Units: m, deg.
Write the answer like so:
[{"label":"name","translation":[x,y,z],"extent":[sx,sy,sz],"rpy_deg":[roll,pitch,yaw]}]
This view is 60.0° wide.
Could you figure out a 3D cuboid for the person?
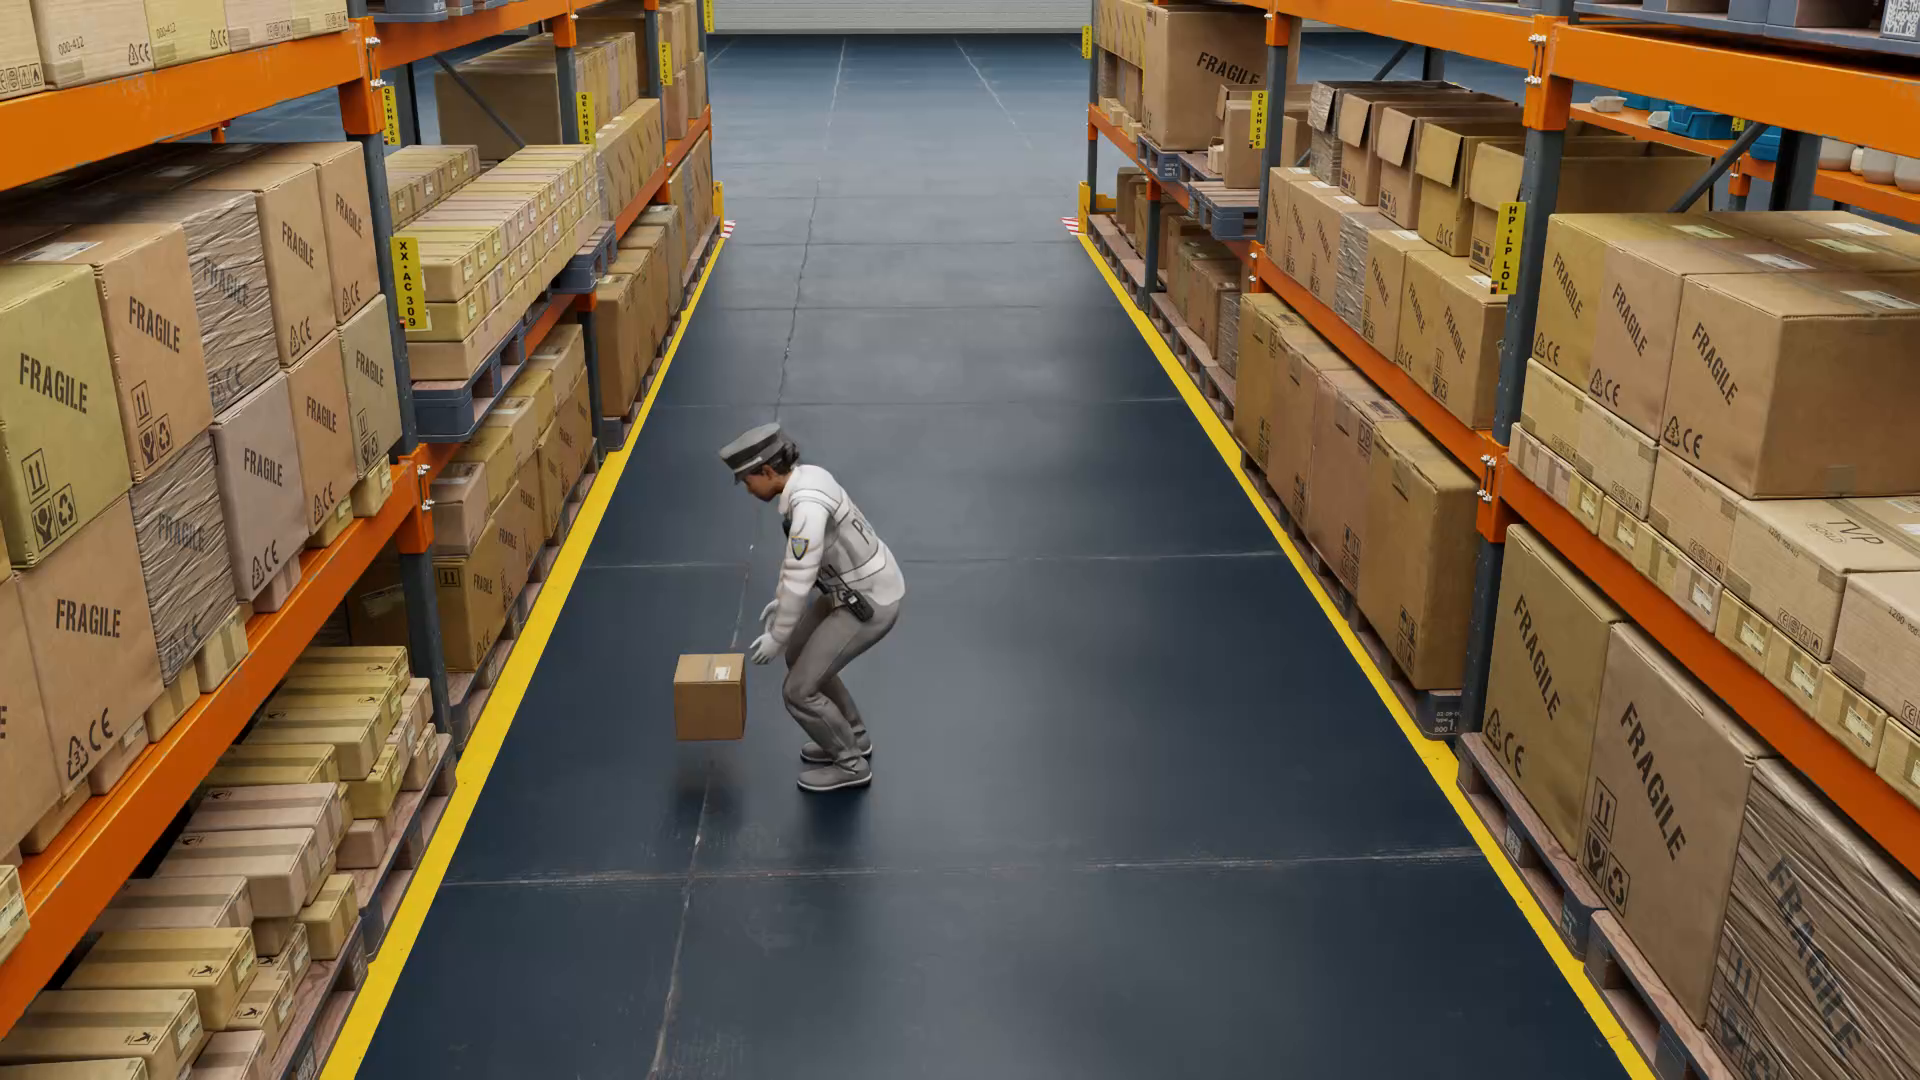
[{"label":"person","translation":[-0.545,0.252,6.252],"extent":[0.666,1.430,0.534],"rpy_deg":[-1,21,-3]}]
